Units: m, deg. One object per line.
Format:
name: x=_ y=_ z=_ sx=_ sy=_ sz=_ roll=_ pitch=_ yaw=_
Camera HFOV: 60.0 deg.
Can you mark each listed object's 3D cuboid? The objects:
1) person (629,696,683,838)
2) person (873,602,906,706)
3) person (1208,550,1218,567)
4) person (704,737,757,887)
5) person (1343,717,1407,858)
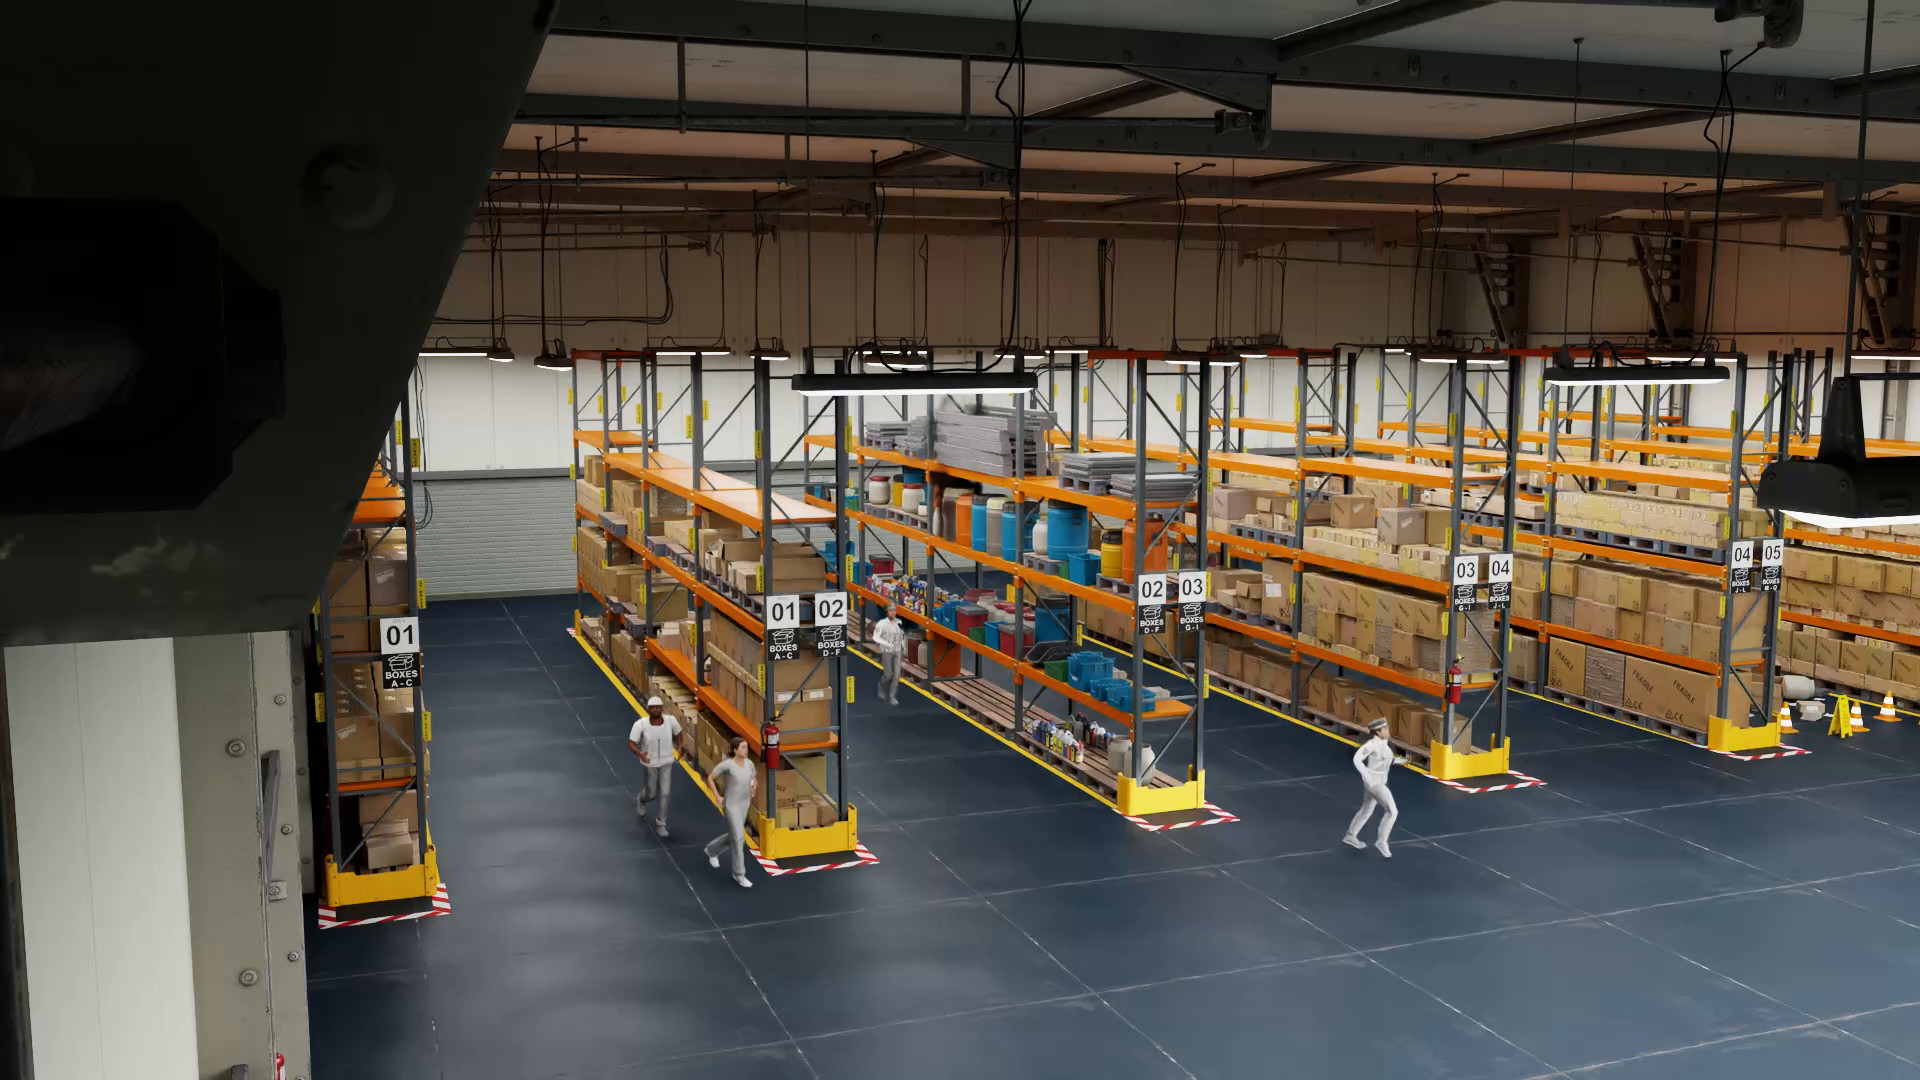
person: x=-3.868 y=2.844 z=21.230 sx=0.708 sy=1.760 sz=0.854 roll=-3 pitch=8 yaw=-20
person: x=-1.130 y=1.835 z=27.193 sx=0.619 sy=1.676 sz=0.618 roll=-4 pitch=8 yaw=-27
person: x=6.351 y=0.338 z=41.570 sx=0.945 sy=1.645 sz=0.602 roll=2 pitch=7 yaw=18
person: x=-2.627 y=3.120 z=19.396 sx=0.891 sy=1.683 sz=0.593 roll=6 pitch=10 yaw=42
person: x=5.064 y=3.000 z=20.274 sx=0.732 sy=1.752 sz=0.578 roll=2 pitch=7 yaw=18
